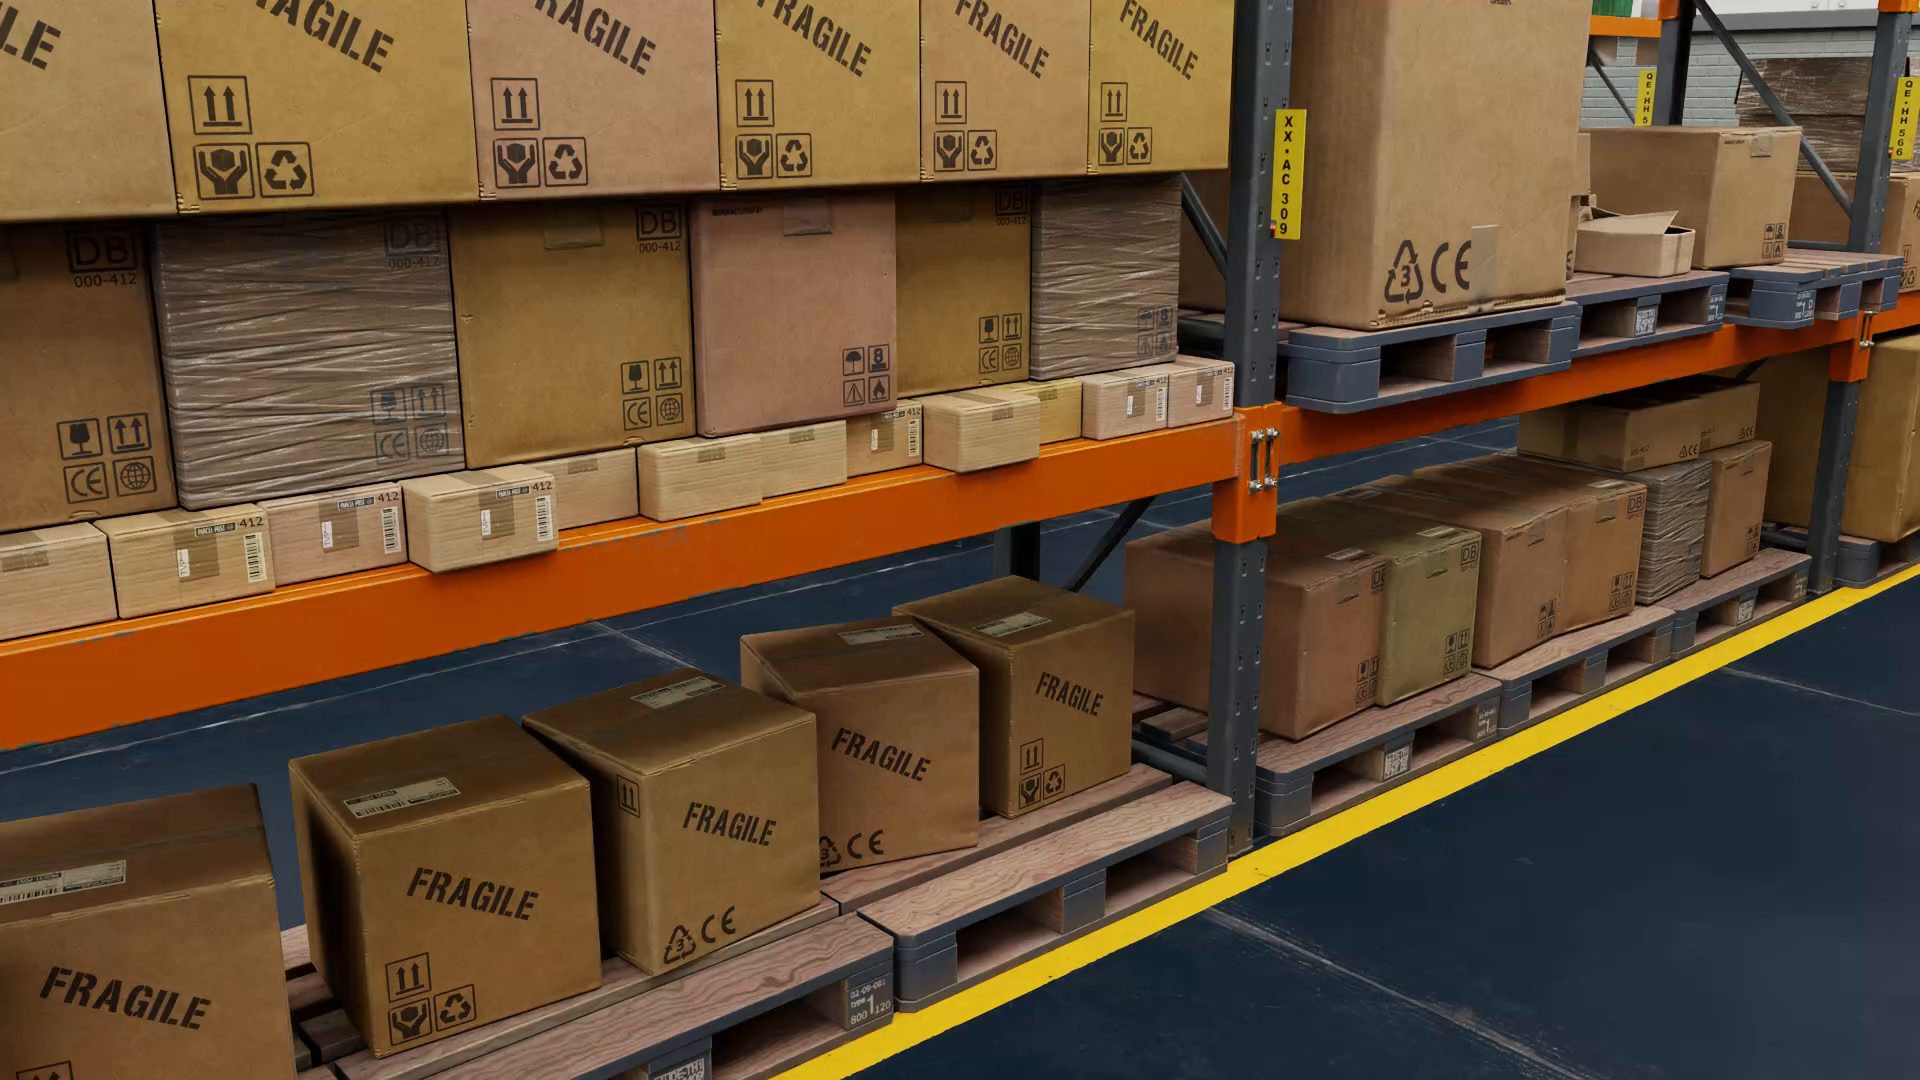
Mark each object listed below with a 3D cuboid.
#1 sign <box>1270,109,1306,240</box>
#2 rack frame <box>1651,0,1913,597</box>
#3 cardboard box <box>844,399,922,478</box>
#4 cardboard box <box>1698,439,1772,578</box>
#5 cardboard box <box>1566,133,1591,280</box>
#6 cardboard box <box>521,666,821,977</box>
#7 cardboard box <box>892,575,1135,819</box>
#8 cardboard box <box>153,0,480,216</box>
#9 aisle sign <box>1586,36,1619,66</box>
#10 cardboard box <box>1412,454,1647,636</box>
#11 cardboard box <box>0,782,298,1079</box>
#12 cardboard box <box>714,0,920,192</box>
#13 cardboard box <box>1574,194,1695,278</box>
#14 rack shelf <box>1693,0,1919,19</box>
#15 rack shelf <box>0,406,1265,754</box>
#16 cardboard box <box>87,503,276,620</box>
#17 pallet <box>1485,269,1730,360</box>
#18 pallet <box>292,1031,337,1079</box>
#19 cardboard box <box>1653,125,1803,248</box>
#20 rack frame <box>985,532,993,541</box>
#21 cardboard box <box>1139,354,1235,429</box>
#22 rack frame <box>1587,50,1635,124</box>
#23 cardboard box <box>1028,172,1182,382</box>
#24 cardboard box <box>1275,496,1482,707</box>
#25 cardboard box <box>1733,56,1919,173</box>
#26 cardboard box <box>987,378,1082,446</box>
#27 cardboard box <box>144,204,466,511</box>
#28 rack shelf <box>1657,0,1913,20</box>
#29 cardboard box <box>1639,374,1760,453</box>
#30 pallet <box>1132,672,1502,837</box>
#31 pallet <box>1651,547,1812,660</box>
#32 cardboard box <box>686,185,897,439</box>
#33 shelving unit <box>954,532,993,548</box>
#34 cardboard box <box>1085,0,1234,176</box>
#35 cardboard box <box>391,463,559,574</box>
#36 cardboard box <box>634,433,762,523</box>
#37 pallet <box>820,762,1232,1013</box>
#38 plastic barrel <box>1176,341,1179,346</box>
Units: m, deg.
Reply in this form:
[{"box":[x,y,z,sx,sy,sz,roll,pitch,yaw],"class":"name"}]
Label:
[{"box":[0.843,-0.942,4.287,0.005,0.325,0.100,-13,19,-39],"class":"sign"},{"box":[3.498,-1.306,7.326,0.127,3.000,1.000,-13,19,-39],"class":"rack frame"},{"box":[-0.302,-0.261,3.903,0.250,0.149,0.380,-13,19,-39],"class":"cardboard box"},{"box":[3.006,-0.193,7.153,0.500,0.500,0.700,-14,20,-42],"class":"cardboard box"},{"box":[1.728,-1.193,5.889,0.637,0.503,0.797,-10,18,-34],"class":"cardboard box"},{"box":[-0.691,0.655,4.014,0.500,0.500,0.500,14,20,42],"class":"cardboard box"},{"box":[0.153,0.436,4.834,0.500,0.500,0.500,-13,20,-41],"class":"cardboard box"},{"box":[-1.185,-0.834,2.853,0.500,0.500,0.500,-13,19,-39],"class":"cardboard box"},{"box":[6.141,-4.951,15.937,0.004,0.787,0.394,-13,19,-39],"class":"aisle sign"},{"box":[2.173,0.000,6.427,0.500,0.500,0.700,-11,18,-35],"class":"cardboard box"},{"box":[-1.626,0.844,3.309,0.500,0.500,0.500,-7,17,-25],"class":"cardboard box"},{"box":[-0.432,-1.004,3.489,0.500,0.500,0.500,-13,19,-39],"class":"cardboard box"},{"box":[2.417,-1.109,6.035,0.258,0.266,0.396,-13,20,-41],"class":"cardboard box"},{"box":[5.007,-2.746,8.301,4.000,0.370,1.077,-13,19,-39],"class":"rack shelf"},{"box":[-1.028,0.058,3.614,4.000,0.370,1.077,-13,19,-39],"class":"rack shelf"},{"box":[-1.398,0.003,2.912,0.250,0.149,0.380,-13,19,-39],"class":"cardboard box"},{"box":[2.032,-0.870,6.066,1.213,0.211,1.003,-13,19,-39],"class":"pallet"},{"box":[-1.844,1.253,3.150,1.213,0.211,1.003,-13,19,-39],"class":"pallet"},{"box":[3.117,-1.458,6.888,0.500,0.500,0.500,13,20,40],"class":"cardboard box"},{"box":[0.083,-0.453,8.203,0.006,0.900,0.240,-13,19,-39],"class":"rack frame"},{"box":[0.511,-0.413,4.471,0.250,0.149,0.380,-13,19,-39],"class":"cardboard box"},{"box":[6.282,-3.625,16.010,0.127,3.000,1.000,-13,19,-39],"class":"rack frame"},{"box":[0.100,-0.756,4.498,0.500,0.500,0.875,-13,19,-39],"class":"cardboard box"},{"box":[1.330,0.190,5.718,0.500,0.500,0.700,-13,20,-40],"class":"cardboard box"},{"box":[4.060,-1.960,7.636,0.637,0.503,0.797,-12,19,-38],"class":"cardboard box"},{"box":[0.088,-0.342,4.205,0.250,0.149,0.380,-13,19,-39],"class":"cardboard box"},{"box":[-1.400,-0.415,3.221,0.500,0.500,0.875,-13,19,-39],"class":"cardboard box"},{"box":[1.989,-2.069,5.764,4.000,0.370,1.077,-13,19,-39],"class":"rack shelf"},{"box":[3.012,-0.554,7.049,0.500,0.250,0.500,-12,19,-37],"class":"cardboard box"},{"box":[1.067,0.587,5.644,1.213,0.211,1.003,-13,19,-39],"class":"pallet"},{"box":[2.908,0.173,7.192,1.213,0.211,1.003,-13,19,-39],"class":"pallet"},{"box":[-0.611,-0.574,3.816,0.500,0.500,0.875,-13,19,-39],"class":"cardboard box"},{"box":[0.006,-0.436,8.139,0.210,0.900,0.258,-13,19,-39],"class":"shelving unit"},{"box":[0.322,-1.174,4.123,0.500,0.500,0.500,-13,19,-39],"class":"cardboard box"},{"box":[-0.970,-0.066,3.173,0.250,0.149,0.380,-13,19,-39],"class":"cardboard box"},{"box":[-0.630,-0.162,3.531,0.250,0.149,0.380,-13,19,-39],"class":"cardboard box"},{"box":[-0.003,0.840,4.698,1.213,0.211,1.003,-13,19,-39],"class":"pallet"},{"box":[1.457,-1.585,12.232,0.708,0.588,0.600,-13,19,-39],"class":"plastic barrel"}]
